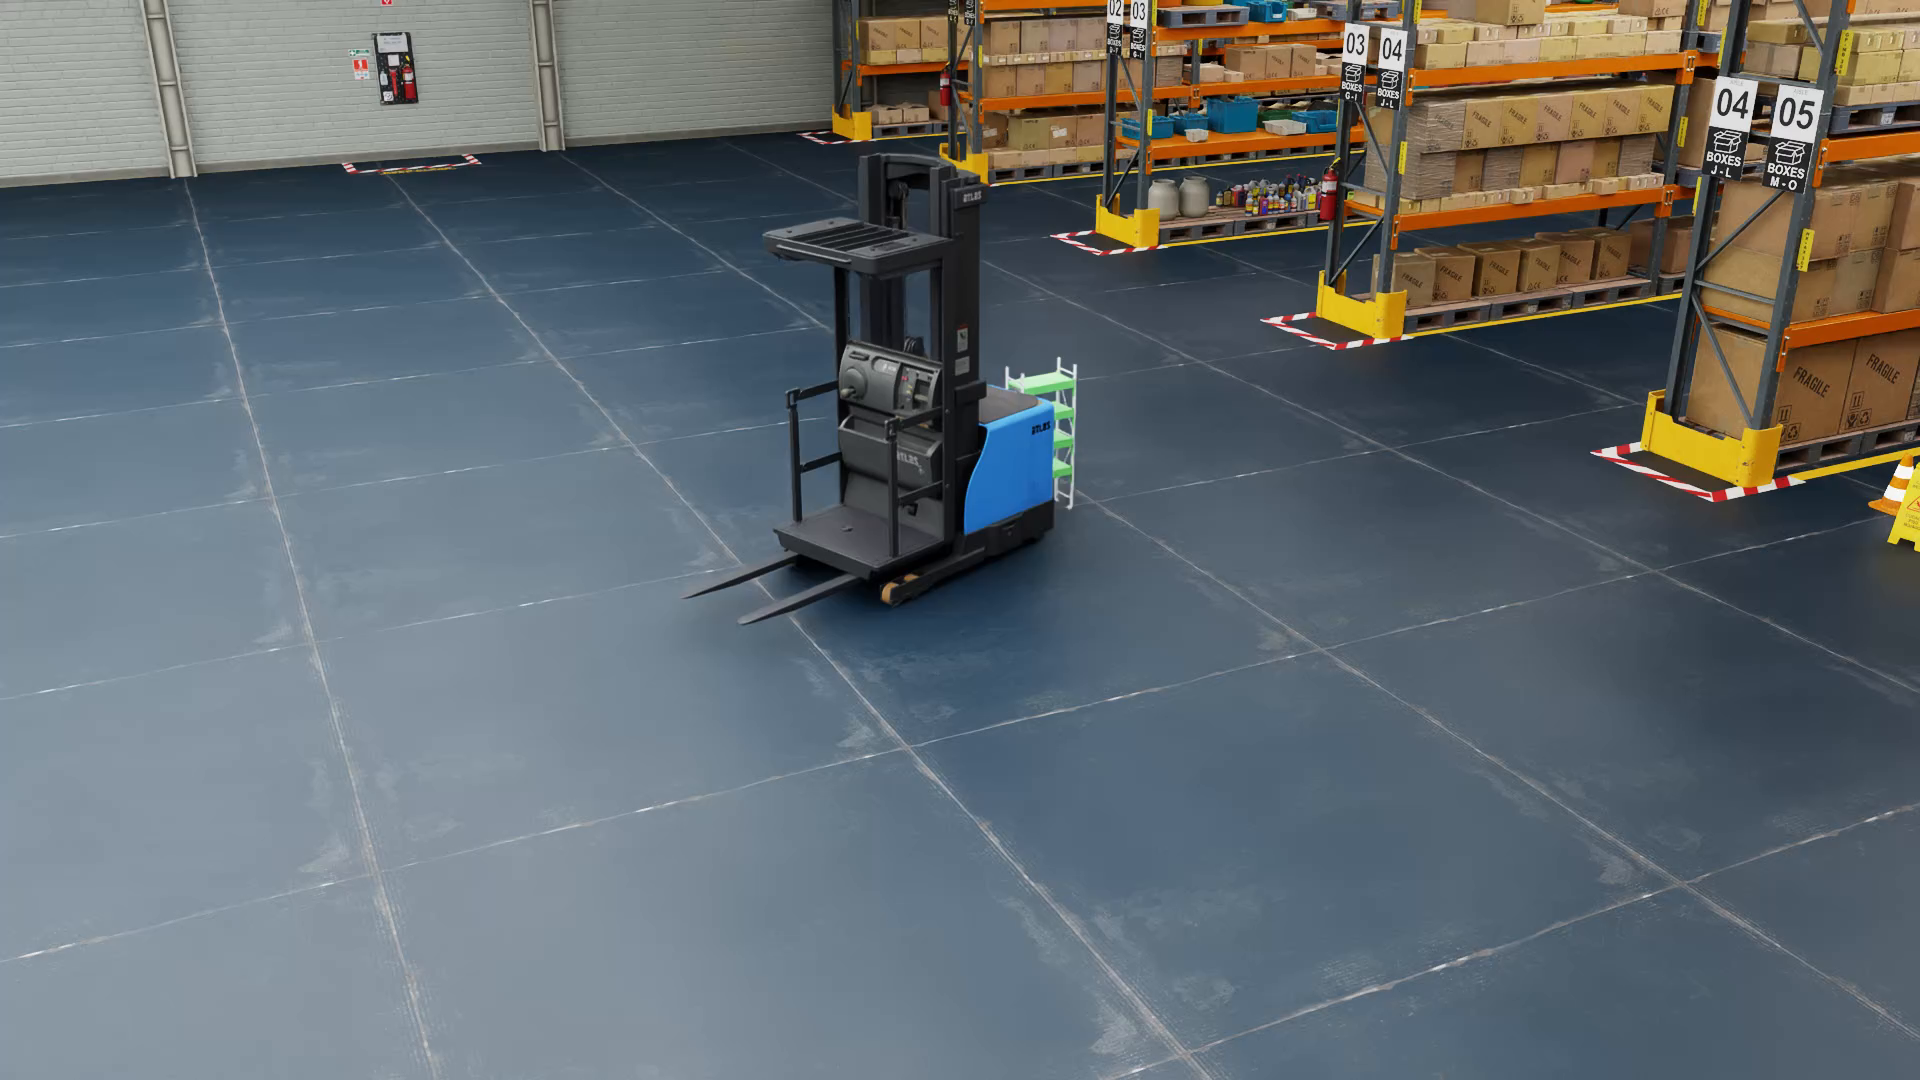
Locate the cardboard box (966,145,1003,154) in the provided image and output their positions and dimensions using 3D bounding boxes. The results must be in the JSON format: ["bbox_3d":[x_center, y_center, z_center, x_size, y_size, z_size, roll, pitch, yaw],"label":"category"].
[{"bbox_3d":[0.433,-6.297,27.087,0.500,0.250,0.500,-10,25,-24],"label":"cardboard box"}]

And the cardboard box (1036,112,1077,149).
[{"bbox_3d":[1.552,-6.636,26.925,0.500,0.500,0.500,-10,25,-24],"label":"cardboard box"}]

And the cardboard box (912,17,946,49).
[{"bbox_3d":[-0.595,-9.313,30.517,0.500,0.500,0.500,-11,25,-25],"label":"cardboard box"}]

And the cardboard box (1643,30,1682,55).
[{"bbox_3d":[7.678,-5.583,18.589,0.500,0.250,0.500,-9,24,-22],"label":"cardboard box"}]

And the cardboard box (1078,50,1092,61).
[{"bbox_3d":[1.910,-7.774,26.630,0.250,0.149,0.380,-10,25,-23],"label":"cardboard box"}]

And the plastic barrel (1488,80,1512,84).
[{"bbox_3d":[7.835,-6.478,24.300,0.433,0.535,0.433,0,22,0],"label":"plastic barrel"}]

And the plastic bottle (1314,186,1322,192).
[{"bbox_3d":[5.112,-4.892,23.633,0.135,0.276,0.152,-10,25,-24],"label":"plastic bottle"}]

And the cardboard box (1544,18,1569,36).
[{"bbox_3d":[6.341,-5.544,17.975,0.250,0.149,0.380,-11,25,-26],"label":"cardboard box"}]

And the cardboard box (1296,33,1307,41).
[{"bbox_3d":[6.909,-10.342,34.116,0.250,0.149,0.380,-10,25,-23],"label":"cardboard box"}]

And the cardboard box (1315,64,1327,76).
[{"bbox_3d":[6.162,-8.163,28.876,0.250,0.149,0.380,-9,24,-20],"label":"cardboard box"}]

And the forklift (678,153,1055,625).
[{"bbox_3d":[-0.643,-1.110,11.600,1.130,2.935,3.031,19,29,39],"label":"forklift"}]

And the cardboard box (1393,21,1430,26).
[{"bbox_3d":[4.771,-5.425,17.688,0.250,0.149,0.380,-11,25,-25],"label":"cardboard box"}]

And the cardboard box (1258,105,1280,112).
[{"bbox_3d":[5.294,-7.447,29.132,0.500,0.311,0.500,-11,25,-24],"label":"cardboard box"}]

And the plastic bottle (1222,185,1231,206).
[{"bbox_3d":[3.785,-4.905,23.653,0.133,0.283,0.061,-10,24,-22],"label":"plastic bottle"}]

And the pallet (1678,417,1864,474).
[{"bbox_3d":[7.118,-0.913,14.680,1.213,0.211,1.003,-10,25,-24],"label":"pallet"}]

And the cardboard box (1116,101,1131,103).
[{"bbox_3d":[3.107,-8.903,33.028,0.500,0.500,0.700,-10,25,-23],"label":"cardboard box"}]

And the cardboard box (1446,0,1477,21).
[{"bbox_3d":[5.658,-5.913,18.018,0.500,0.500,0.500,-10,25,-24],"label":"cardboard box"}]

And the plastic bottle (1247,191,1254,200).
[{"bbox_3d":[4.122,-4.857,23.644,0.097,0.201,0.097,0,22,0],"label":"plastic bottle"}]

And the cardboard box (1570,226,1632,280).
[{"bbox_3d":[7.597,-3.418,19.805,0.500,0.500,0.500,-11,25,-25],"label":"cardboard box"}]

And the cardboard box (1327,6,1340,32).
[{"bbox_3d":[7.520,-10.741,34.230,0.500,0.500,0.500,-10,25,-24],"label":"cardboard box"}]

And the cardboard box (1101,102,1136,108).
[{"bbox_3d":[2.681,-7.062,27.953,0.500,0.500,0.500,-10,25,-24],"label":"cardboard box"}]

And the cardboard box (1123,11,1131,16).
[{"bbox_3d":[2.830,-8.332,27.129,0.500,0.500,0.700,-10,25,-24],"label":"cardboard box"}]

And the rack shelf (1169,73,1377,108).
[{"bbox_3d":[5.484,-7.846,28.722,4.000,0.370,1.077,-10,25,-24],"label":"rack shelf"}]

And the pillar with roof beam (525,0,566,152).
[{"bbox_3d":[-5.358,-9.596,24.168,0.400,9.000,9.100,-10,25,-24],"label":"pillar with roof beam"}]

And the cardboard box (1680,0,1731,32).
[{"bbox_3d":[8.442,-6.103,18.966,0.637,0.503,0.797,-12,25,-26],"label":"cardboard box"}]

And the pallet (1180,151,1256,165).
[{"bbox_3d":[4.329,-6.693,28.644,1.213,0.211,1.003,-10,25,-24],"label":"pallet"}]

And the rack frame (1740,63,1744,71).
[{"bbox_3d":[13.035,-7.466,26.863,0.127,3.000,1.000,-10,25,-24],"label":"rack frame"}]

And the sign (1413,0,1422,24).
[{"bbox_3d":[4.606,-5.371,16.739,0.005,0.325,0.100,-10,25,-24],"label":"sign"}]

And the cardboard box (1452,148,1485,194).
[{"bbox_3d":[5.277,-4.158,18.353,0.500,0.500,0.875,-10,25,-24],"label":"cardboard box"}]

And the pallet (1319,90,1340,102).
[{"bbox_3d":[8.076,-9.437,35.273,1.213,0.211,1.003,-10,25,-24],"label":"pallet"}]

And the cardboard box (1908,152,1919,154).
[{"bbox_3d":[12.135,-5.128,21.086,0.500,0.500,0.500,-10,24,-22],"label":"cardboard box"}]

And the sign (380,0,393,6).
[{"bbox_3d":[-9.518,-9.015,27.577,0.199,0.298,0.001,-10,25,-24],"label":"sign"}]

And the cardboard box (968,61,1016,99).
[{"bbox_3d":[0.504,-7.302,26.337,0.500,0.500,0.700,-10,25,-24],"label":"cardboard box"}]

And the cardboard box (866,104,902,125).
[{"bbox_3d":[-1.411,-7.934,30.935,0.500,0.311,0.500,-14,26,-30],"label":"cardboard box"}]

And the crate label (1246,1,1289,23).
[{"bbox_3d":[4.053,-6.989,21.984,0.408,0.251,0.502,-10,25,-24],"label":"crate label"}]

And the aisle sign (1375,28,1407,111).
[{"bbox_3d":[4.445,-4.856,17.159,0.004,0.787,0.394,-10,25,-24],"label":"aisle sign"}]

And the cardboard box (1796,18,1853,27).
[{"bbox_3d":[7.044,-4.177,13.603,0.250,0.149,0.380,-10,25,-23],"label":"cardboard box"}]

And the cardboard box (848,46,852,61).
[{"bbox_3d":[-1.737,-8.974,30.676,0.500,0.250,0.500,-10,25,-23],"label":"cardboard box"}]

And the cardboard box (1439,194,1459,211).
[{"bbox_3d":[5.196,-3.688,18.067,0.250,0.149,0.380,-10,25,-24],"label":"cardboard box"}]

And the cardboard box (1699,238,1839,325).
[{"bbox_3d":[6.746,-2.188,13.919,0.550,0.550,0.875,-10,25,-24],"label":"cardboard box"}]

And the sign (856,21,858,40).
[{"bbox_3d":[-1.838,-9.102,29.686,0.005,0.325,0.100,-10,25,-24],"label":"sign"}]

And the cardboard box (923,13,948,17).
[{"bbox_3d":[-0.366,-9.578,31.156,0.500,0.500,0.500,-10,25,-23],"label":"cardboard box"}]

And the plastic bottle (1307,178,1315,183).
[{"bbox_3d":[5.070,-5.118,24.179,0.135,0.276,0.152,-9,24,-22],"label":"plastic bottle"}]

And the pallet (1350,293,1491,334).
[{"bbox_3d":[5.187,-2.615,18.791,1.213,0.211,1.003,-10,25,-24],"label":"pallet"}]

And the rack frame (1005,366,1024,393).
[{"bbox_3d":[0.421,-0.749,12.991,0.015,1.200,0.240,-13,26,-29],"label":"rack frame"}]

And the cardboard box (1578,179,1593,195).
[{"bbox_3d":[6.969,-4.044,18.925,0.250,0.149,0.380,-10,25,-24],"label":"cardboard box"}]

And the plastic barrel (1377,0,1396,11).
[{"bbox_3d":[6.191,-7.915,23.372,0.708,0.901,0.600,-10,25,-24],"label":"plastic barrel"}]

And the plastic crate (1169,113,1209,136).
[{"bbox_3d":[3.132,-5.698,22.788,0.408,0.251,0.499,-10,25,-24],"label":"plastic crate"}]

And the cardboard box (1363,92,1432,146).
[{"bbox_3d":[4.759,-4.590,18.090,0.500,0.500,0.500,-10,25,-24],"label":"cardboard box"}]

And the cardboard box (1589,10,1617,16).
[{"bbox_3d":[7.338,-5.917,18.876,0.250,0.149,0.380,-12,25,-26],"label":"cardboard box"}]

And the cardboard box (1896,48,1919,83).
[{"bbox_3d":[7.434,-3.813,13.244,0.500,0.250,0.500,-11,25,-24],"label":"cardboard box"}]

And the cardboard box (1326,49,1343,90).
[{"bbox_3d":[8.209,-9.928,35.074,0.750,0.750,0.750,-10,25,-23],"label":"cardboard box"}]

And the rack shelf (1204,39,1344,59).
[{"bbox_3d":[6.937,-10.216,34.448,4.000,0.370,1.077,-10,25,-24],"label":"rack shelf"}]

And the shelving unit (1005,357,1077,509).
[{"bbox_3d":[0.629,-0.798,13.109,0.503,1.200,0.258,-13,26,-29],"label":"shelving unit"}]

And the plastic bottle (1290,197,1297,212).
[{"bbox_3d":[4.665,-4.703,23.272,0.097,0.201,0.097,0,22,0],"label":"plastic bottle"}]

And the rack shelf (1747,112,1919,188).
[{"bbox_3d":[8.233,-3.427,14.127,4.000,0.370,1.077,-10,25,-24],"label":"rack shelf"}]

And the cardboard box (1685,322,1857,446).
[{"bbox_3d":[7.013,-1.390,14.414,0.875,0.875,0.875,-10,25,-23],"label":"cardboard box"}]
